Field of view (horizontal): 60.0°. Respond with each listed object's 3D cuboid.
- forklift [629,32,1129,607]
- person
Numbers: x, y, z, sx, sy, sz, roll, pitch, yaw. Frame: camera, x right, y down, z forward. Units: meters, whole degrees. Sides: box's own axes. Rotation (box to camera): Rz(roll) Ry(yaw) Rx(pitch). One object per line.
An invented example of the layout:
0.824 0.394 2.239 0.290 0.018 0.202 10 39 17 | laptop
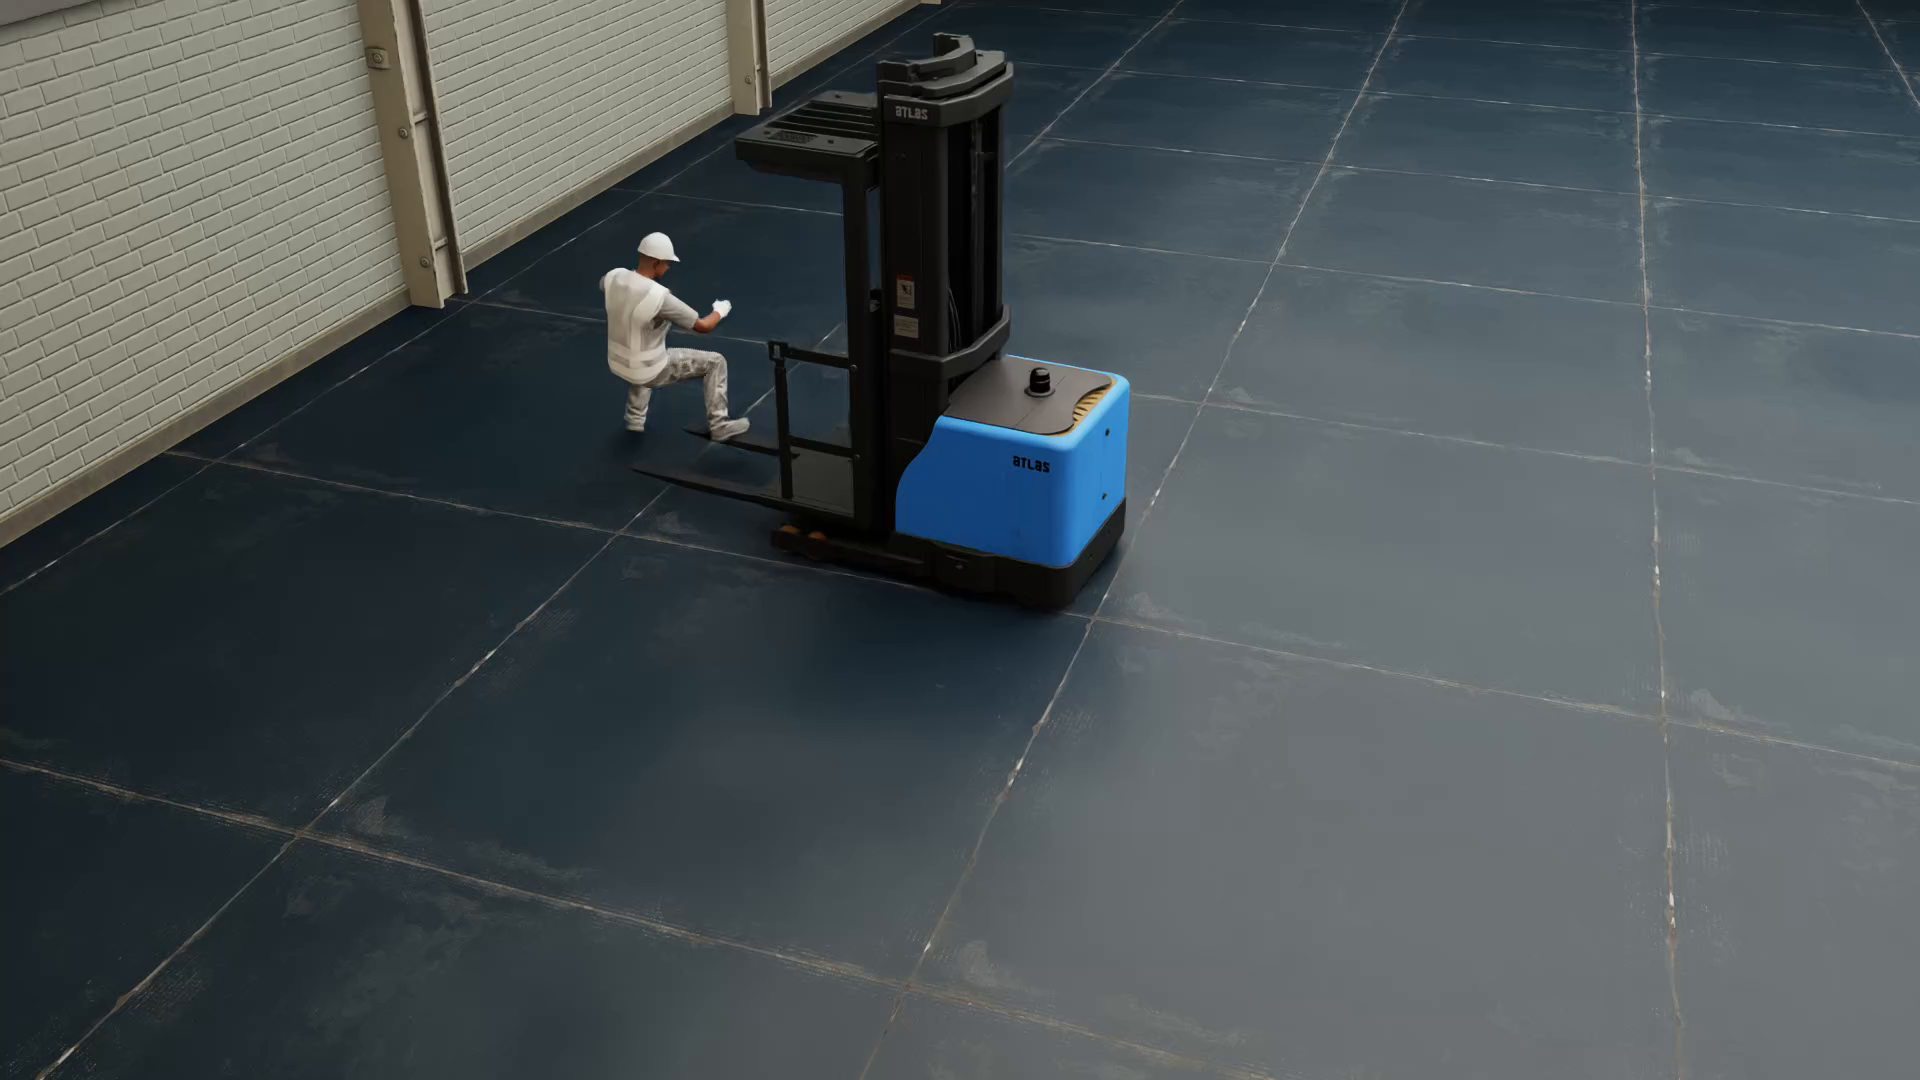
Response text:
-0.570 -1.377 9.552 3.031 2.935 1.130 13 32 21 | forklift
-1.904 -1.281 10.772 1.066 1.526 0.775 24 38 36 | person
